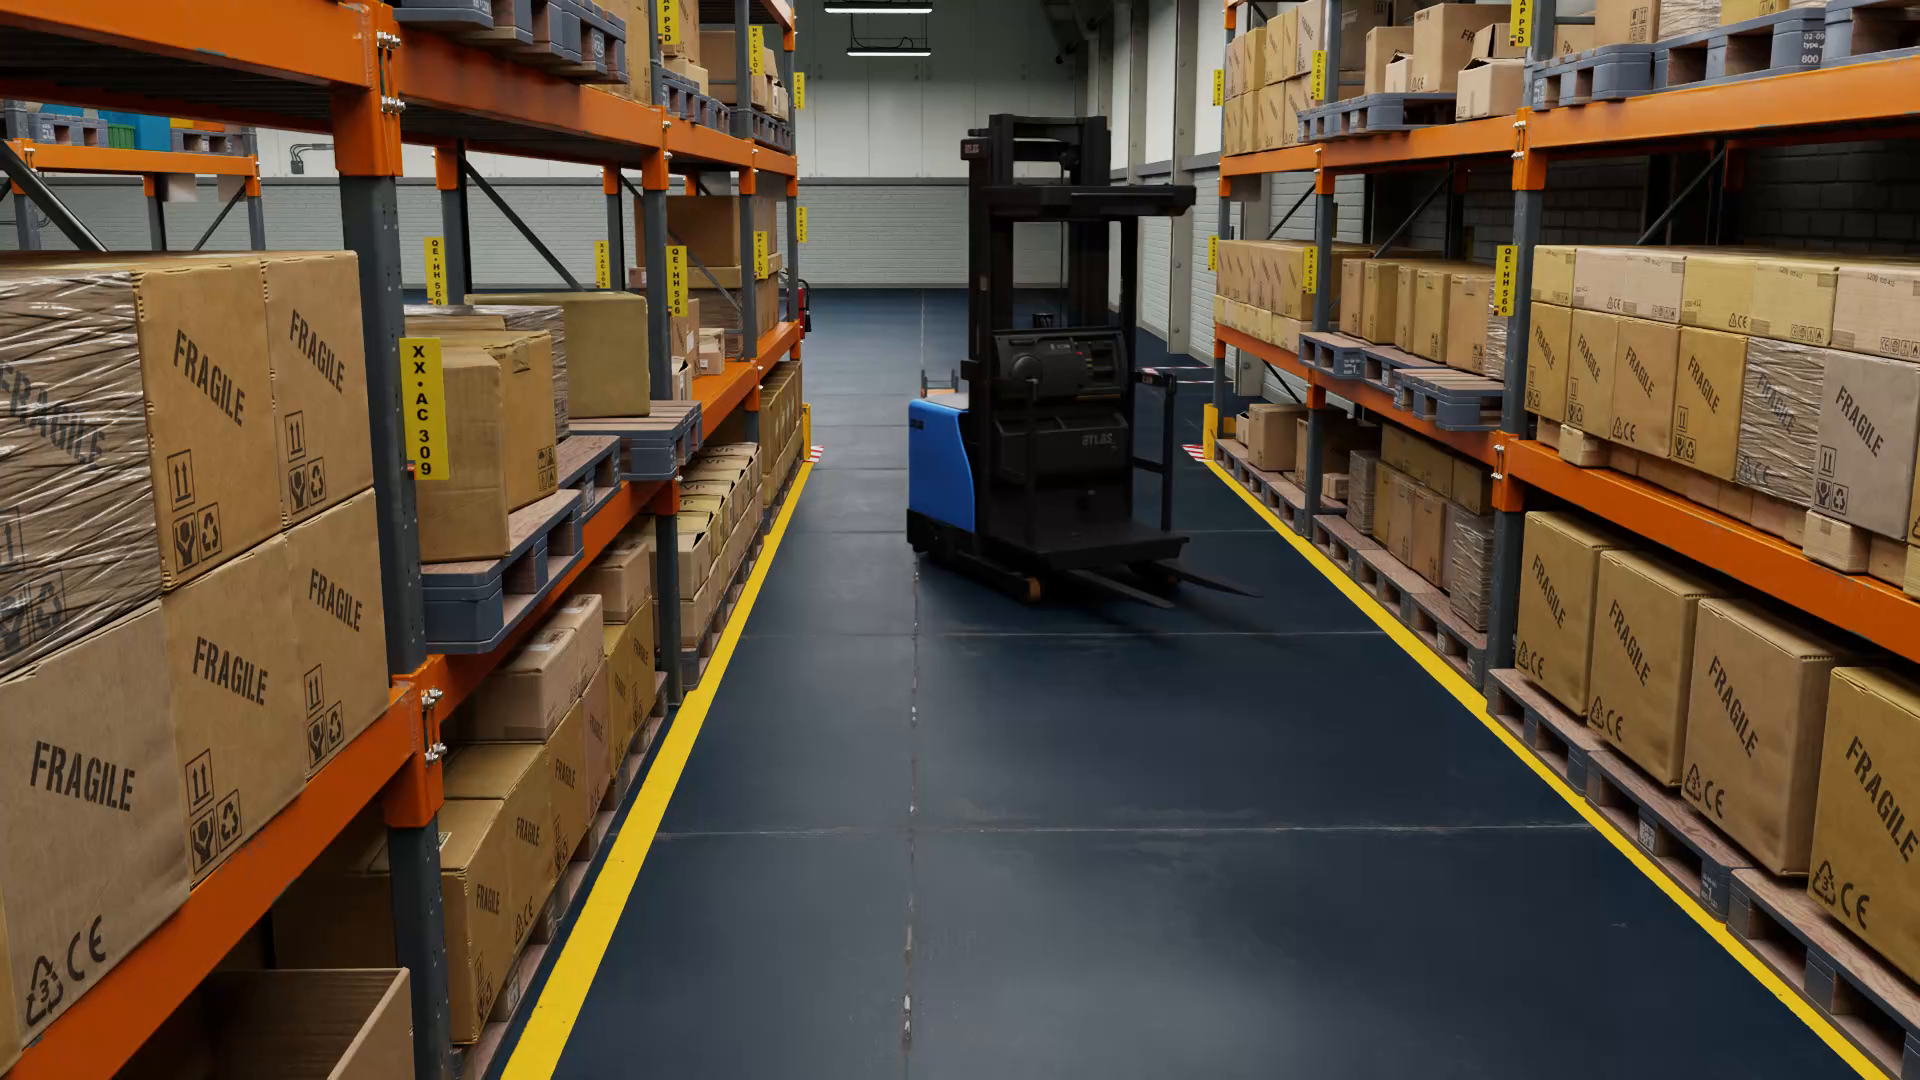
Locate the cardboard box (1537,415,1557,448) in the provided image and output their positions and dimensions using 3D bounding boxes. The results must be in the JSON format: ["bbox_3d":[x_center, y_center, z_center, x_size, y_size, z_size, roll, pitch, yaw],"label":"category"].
[{"bbox_3d":[2.871,-0.508,7.598,0.380,0.149,0.250,0,11,-2],"label":"cardboard box"}]

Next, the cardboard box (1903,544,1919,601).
[{"bbox_3d":[2.859,0.105,4.579,0.380,0.149,0.250,0,11,0],"label":"cardboard box"}]

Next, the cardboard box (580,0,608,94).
[{"bbox_3d":[-1.793,-1.894,6.054,0.910,0.500,0.500,0,11,-1],"label":"cardboard box"}]

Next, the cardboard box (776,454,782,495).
[{"bbox_3d":[-1.651,-0.512,12.900,0.500,0.250,0.500,0,11,-1],"label":"cardboard box"}]

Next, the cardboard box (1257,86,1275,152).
[{"bbox_3d":[2.710,-3.422,13.538,0.500,0.500,0.500,0,11,2],"label":"cardboard box"}]

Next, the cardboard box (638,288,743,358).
[{"bbox_3d":[-1.955,-1.599,12.143,0.700,0.500,0.500,-1,11,-3],"label":"cardboard box"}]

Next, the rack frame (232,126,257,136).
[{"bbox_3d":[-6.975,-5.177,14.944,1.000,3.000,0.127,0,11,-1],"label":"rack frame"}]

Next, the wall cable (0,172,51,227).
[{"bbox_3d":[-27.042,-9.985,46.455,3.097,2.526,0.112,0,11,-1],"label":"wall cable"}]

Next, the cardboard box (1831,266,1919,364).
[{"bbox_3d":[2.912,-0.658,4.821,0.500,0.250,0.500,0,11,0],"label":"cardboard box"}]

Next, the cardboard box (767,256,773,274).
[{"bbox_3d":[-1.803,-2.343,14.181,0.380,0.149,0.250,0,11,1],"label":"cardboard box"}]

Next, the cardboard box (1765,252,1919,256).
[{"bbox_3d":[3.379,-0.965,6.337,0.500,0.250,0.500,-1,11,-3],"label":"cardboard box"}]

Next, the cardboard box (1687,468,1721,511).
[{"bbox_3d":[2.914,-0.203,6.096,0.380,0.149,0.250,0,11,-1],"label":"cardboard box"}]

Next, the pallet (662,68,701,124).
[{"bbox_3d":[-1.960,-2.178,8.182,1.213,0.211,1.003,0,11,1],"label":"pallet"}]

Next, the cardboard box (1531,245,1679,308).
[{"bbox_3d":[2.848,-1.162,7.308,0.500,0.250,0.500,0,11,0],"label":"cardboard box"}]

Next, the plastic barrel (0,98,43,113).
[{"bbox_3d":[-6.704,-3.259,11.696,0.421,0.512,0.421,0,11,0],"label":"plastic barrel"}]

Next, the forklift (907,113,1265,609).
[{"bbox_3d":[0.743,-1.144,10.327,1.130,2.935,3.031,-6,13,-26],"label":"forklift"}]

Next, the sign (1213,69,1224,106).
[{"bbox_3d":[2.388,-4.174,15.345,0.100,0.325,0.005,0,11,-1],"label":"sign"}]

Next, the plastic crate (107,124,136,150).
[{"bbox_3d":[-6.652,-3.123,12.896,0.336,0.188,0.450,0,11,-1],"label":"plastic crate"}]

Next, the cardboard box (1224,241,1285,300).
[{"bbox_3d":[2.640,-2.387,14.721,0.500,0.500,0.500,0,11,-1],"label":"cardboard box"}]

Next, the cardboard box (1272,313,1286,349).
[{"bbox_3d":[2.698,-1.611,12.781,0.500,0.250,0.500,0,11,-1],"label":"cardboard box"}]

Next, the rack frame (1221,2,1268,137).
[{"bbox_3d":[2.930,-5.218,15.145,1.000,3.000,0.127,0,11,-1],"label":"rack frame"}]

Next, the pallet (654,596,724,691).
[{"bbox_3d":[-1.835,0.537,8.883,1.003,0.211,1.213,0,11,-1],"label":"pallet"}]

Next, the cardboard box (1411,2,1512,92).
[{"bbox_3d":[2.970,-2.853,9.726,0.500,0.500,0.500,-1,11,-3],"label":"cardboard box"}]

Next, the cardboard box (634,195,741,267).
[{"bbox_3d":[-1.955,-2.234,12.014,0.700,0.500,0.500,0,11,-1],"label":"cardboard box"}]

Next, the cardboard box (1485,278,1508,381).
[{"bbox_3d":[3.076,-1.045,8.309,0.700,0.500,0.500,-2,12,-8],"label":"cardboard box"}]

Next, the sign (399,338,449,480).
[{"bbox_3d":[-1.232,-0.299,3.812,0.100,0.325,0.005,0,11,-1],"label":"sign"}]

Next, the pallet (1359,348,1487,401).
[{"bbox_3d":[3.014,-0.987,9.860,1.003,0.211,1.213,0,11,-1],"label":"pallet"}]

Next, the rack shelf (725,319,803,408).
[{"bbox_3d":[-1.981,-1.506,13.749,1.077,0.370,4.000,0,11,-1],"label":"rack shelf"}]

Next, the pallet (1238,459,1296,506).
[{"bbox_3d":[2.936,-0.492,13.955,1.003,0.211,1.213,0,11,-1],"label":"pallet"}]

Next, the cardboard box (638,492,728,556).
[{"bbox_3d":[-1.602,-0.110,9.508,0.500,0.311,0.500,-1,11,-3],"label":"cardboard box"}]

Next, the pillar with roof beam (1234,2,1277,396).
[{"bbox_3d":[-0.618,-6.257,20.268,9.100,9.000,0.400,0,11,-1],"label":"pillar with roof beam"}]

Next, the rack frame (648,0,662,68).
[{"bbox_3d":[-1.857,-3.606,7.202,1.000,3.000,0.127,0,11,-1],"label":"rack frame"}]

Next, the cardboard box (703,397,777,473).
[{"bbox_3d":[-1.636,-0.781,12.336,0.500,0.500,0.500,0,11,-1],"label":"cardboard box"}]

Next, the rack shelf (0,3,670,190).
[{"bbox_3d":[-1.815,-1.386,5.612,1.077,0.370,4.000,0,11,-1],"label":"rack shelf"}]

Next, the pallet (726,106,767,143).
[{"bbox_3d":[-1.983,-3.057,12.264,1.003,0.211,1.213,0,11,-1],"label":"pallet"}]

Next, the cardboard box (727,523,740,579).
[{"bbox_3d":[-1.612,0.065,10.054,0.500,0.250,0.500,0,11,0],"label":"cardboard box"}]

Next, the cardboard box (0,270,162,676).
[{"bbox_3d":[-1.481,-0.109,2.284,0.500,0.500,0.500,0,11,-1],"label":"cardboard box"}]

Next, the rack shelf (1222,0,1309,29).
[{"bbox_3d":[2.972,-4.466,13.257,1.077,0.370,4.000,0,11,-1],"label":"rack shelf"}]

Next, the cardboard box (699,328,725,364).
[{"bbox_3d":[-1.886,-1.290,11.251,0.500,0.250,0.500,0,11,2],"label":"cardboard box"}]

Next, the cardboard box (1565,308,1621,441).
[{"bbox_3d":[2.851,-0.690,6.867,0.500,0.500,0.500,0,11,1],"label":"cardboard box"}]

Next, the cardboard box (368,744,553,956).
[{"bbox_3d":[-1.563,0.935,5.085,0.500,0.500,0.500,0,11,0],"label":"cardboard box"}]

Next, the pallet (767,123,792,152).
[{"bbox_3d":[-2.033,-3.543,14.654,1.003,0.211,1.213,0,11,-1],"label":"pallet"}]

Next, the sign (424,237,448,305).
[{"bbox_3d":[-2.412,-1.231,7.669,0.100,0.325,0.005,0,11,-1],"label":"sign"}]

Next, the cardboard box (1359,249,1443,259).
[{"bbox_3d":[3.212,-1.881,12.225,0.500,0.500,0.500,-1,11,-2],"label":"cardboard box"}]

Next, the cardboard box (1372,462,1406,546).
[{"bbox_3d":[3.106,-0.224,10.801,0.700,0.500,0.500,0,11,-2],"label":"cardboard box"}]

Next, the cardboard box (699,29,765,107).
[{"bbox_3d":[-1.686,-3.356,11.853,0.500,0.500,0.500,1,11,4],"label":"cardboard box"}]

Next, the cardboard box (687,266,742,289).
[{"bbox_3d":[-1.751,-1.882,11.911,0.380,0.149,0.250,0,11,-1],"label":"cardboard box"}]

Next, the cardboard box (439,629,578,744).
[{"bbox_3d":[-1.561,0.475,5.468,0.500,0.250,0.500,0,11,-1],"label":"cardboard box"}]

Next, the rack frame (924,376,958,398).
[{"bbox_3d":[-0.133,-0.561,11.808,0.240,1.200,0.015,-1,11,-3],"label":"rack frame"}]

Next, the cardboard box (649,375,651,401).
[{"bbox_3d":[-1.821,-0.695,8.165,0.500,0.311,0.500,0,11,2],"label":"cardboard box"}]

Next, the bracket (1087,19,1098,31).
[{"bbox_3d":[2.967,-11.533,37.220,0.235,0.232,0.430,0,11,-1],"label":"bracket"}]

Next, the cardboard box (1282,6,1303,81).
[{"bbox_3d":[2.710,-3.709,12.437,0.500,0.500,0.500,0,11,2],"label":"cardboard box"}]

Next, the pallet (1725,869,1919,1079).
[{"bbox_3d":[3.087,1.321,5.015,1.003,0.211,1.213,0,11,-1],"label":"pallet"}]

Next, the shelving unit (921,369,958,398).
[{"bbox_3d":[-0.146,-0.610,12.047,0.258,1.200,0.503,-1,11,-3],"label":"shelving unit"}]
